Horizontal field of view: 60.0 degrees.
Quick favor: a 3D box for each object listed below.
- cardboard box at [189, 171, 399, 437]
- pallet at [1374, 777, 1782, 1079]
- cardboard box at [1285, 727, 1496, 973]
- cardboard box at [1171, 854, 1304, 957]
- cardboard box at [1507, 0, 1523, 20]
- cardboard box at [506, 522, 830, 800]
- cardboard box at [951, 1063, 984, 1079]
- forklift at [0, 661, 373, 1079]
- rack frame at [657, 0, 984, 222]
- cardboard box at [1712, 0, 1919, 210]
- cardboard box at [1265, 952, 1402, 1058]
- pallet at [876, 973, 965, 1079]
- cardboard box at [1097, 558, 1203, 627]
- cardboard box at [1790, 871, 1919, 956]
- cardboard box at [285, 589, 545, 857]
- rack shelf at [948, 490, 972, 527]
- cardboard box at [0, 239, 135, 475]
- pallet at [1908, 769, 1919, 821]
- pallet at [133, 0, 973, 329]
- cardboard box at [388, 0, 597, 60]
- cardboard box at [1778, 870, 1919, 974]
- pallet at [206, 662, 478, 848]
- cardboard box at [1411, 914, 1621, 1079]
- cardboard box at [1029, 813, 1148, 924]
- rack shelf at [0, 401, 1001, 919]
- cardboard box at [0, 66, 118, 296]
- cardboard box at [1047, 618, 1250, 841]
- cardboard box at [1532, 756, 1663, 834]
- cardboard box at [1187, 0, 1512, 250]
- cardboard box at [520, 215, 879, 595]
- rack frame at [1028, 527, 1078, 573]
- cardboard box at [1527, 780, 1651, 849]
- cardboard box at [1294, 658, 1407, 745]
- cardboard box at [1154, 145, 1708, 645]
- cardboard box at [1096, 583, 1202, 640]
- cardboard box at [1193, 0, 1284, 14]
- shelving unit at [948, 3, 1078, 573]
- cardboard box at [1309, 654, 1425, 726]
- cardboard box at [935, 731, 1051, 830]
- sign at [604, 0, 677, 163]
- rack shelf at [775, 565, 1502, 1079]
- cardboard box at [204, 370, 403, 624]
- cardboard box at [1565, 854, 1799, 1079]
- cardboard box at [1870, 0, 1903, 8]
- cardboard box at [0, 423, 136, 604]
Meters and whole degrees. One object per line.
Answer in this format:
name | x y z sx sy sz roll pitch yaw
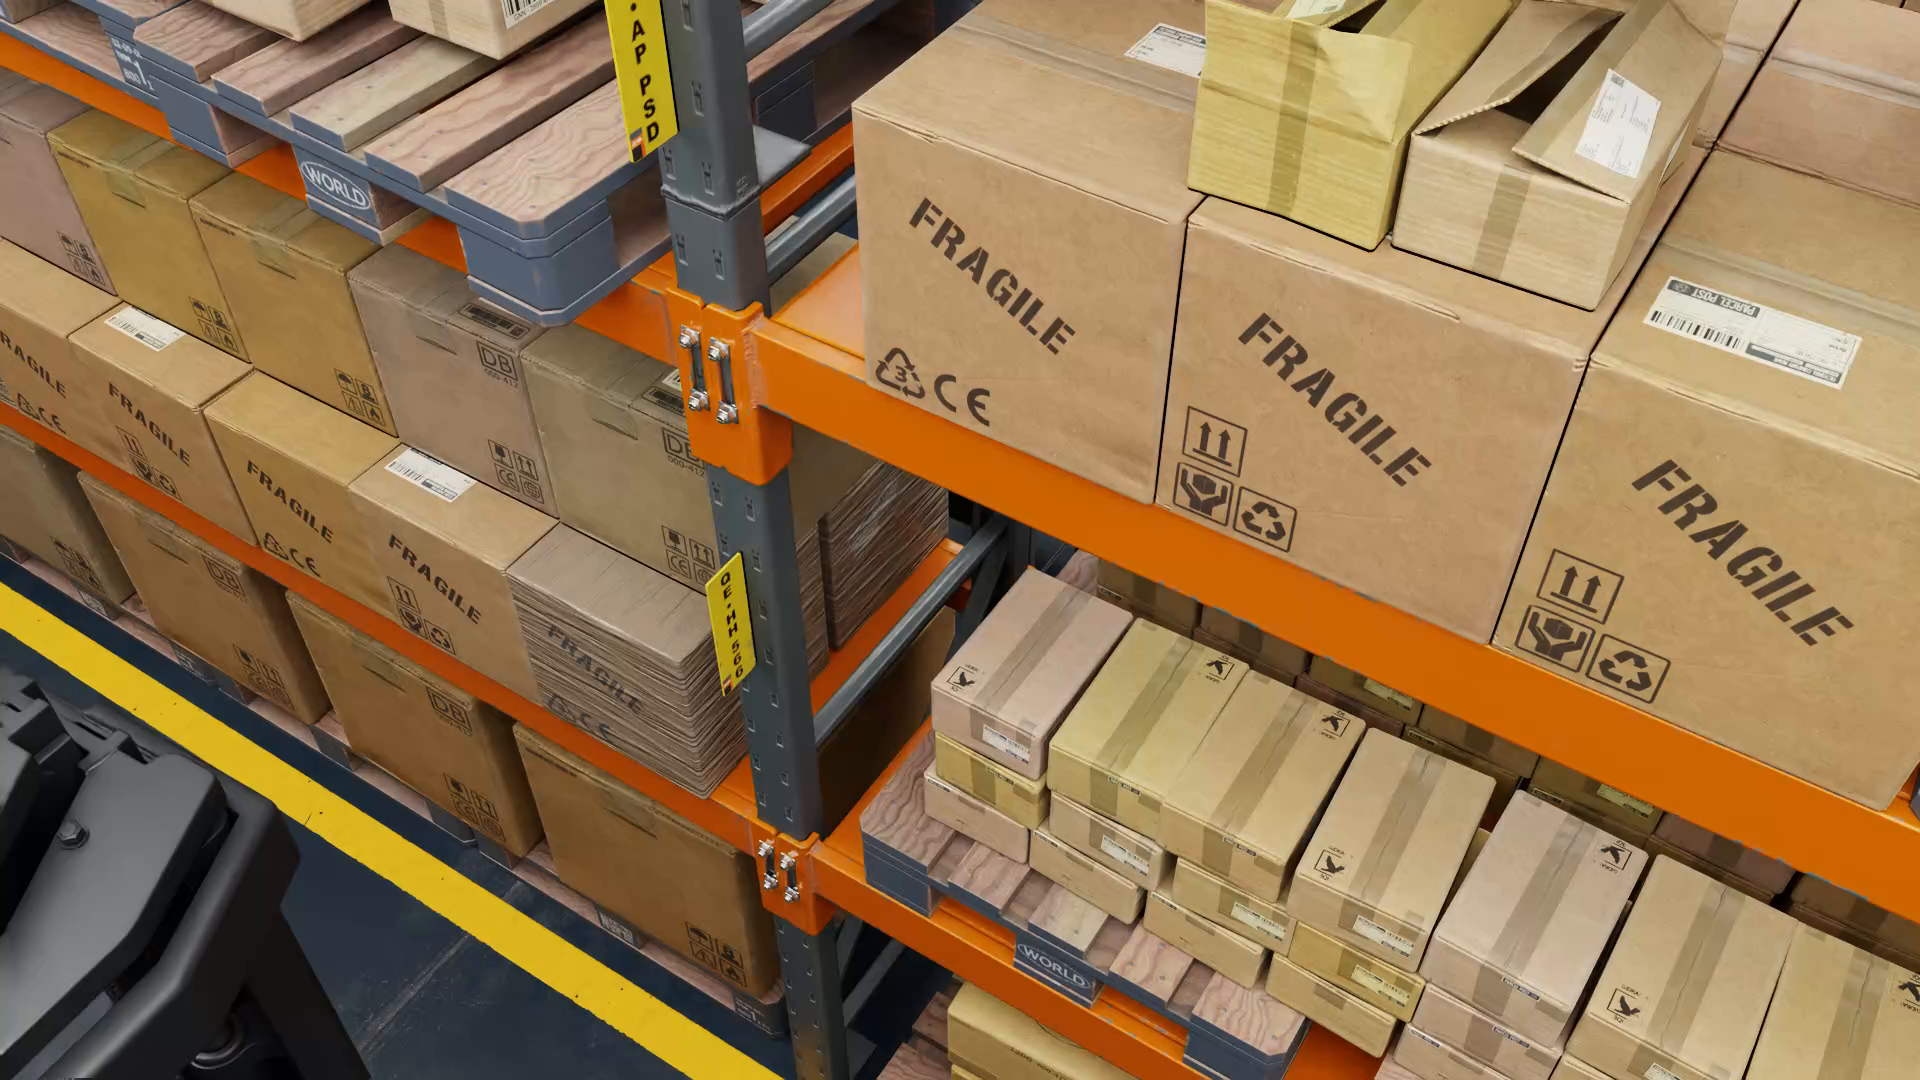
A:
cardboard box | -1.373 -0.722 4.093 0.500 0.500 0.700 24 50 22
pallet | 1.548 1.042 3.280 1.213 0.211 1.003 25 51 22
cardboard box | 0.798 0.566 3.076 0.250 0.149 0.380 23 50 21
cardboard box | 0.614 0.584 3.266 0.250 0.149 0.380 23 50 21
cardboard box | 0.780 -0.924 2.362 0.258 0.266 0.396 25 51 22
cardboard box | -0.665 0.186 3.908 0.500 0.500 0.500 25 51 22
cardboard box | 0.317 1.386 4.262 0.500 0.500 0.500 23 50 21
forklift | -1.707 1.265 2.978 3.031 2.935 1.130 23 50 21
rack frame | -0.141 -1.857 1.780 0.127 3.000 1.000 25 51 22
cardboard box | 1.324 -0.397 2.383 0.500 0.500 0.500 25 51 22
cardboard box | 0.808 0.781 3.282 0.250 0.149 0.380 27 52 24
pallet | 0.516 1.509 4.637 1.213 0.211 1.003 25 51 22
cardboard box | 0.521 -0.013 3.846 0.250 0.149 0.380 26 51 23
cardboard box | 1.825 0.585 3.265 0.250 0.149 0.380 24 50 21
cardboard box | -1.342 0.244 5.197 0.750 0.750 1.050 25 51 23
rack shelf | 0.139 -0.170 5.946 0.480 0.518 0.431 25 51 22
cardboard box | -2.366 -0.594 4.666 0.500 0.500 0.500 24 51 22
pallet | 1.889 0.099 2.102 1.003 0.211 1.213 25 51 22
pallet | -0.711 -0.963 3.135 1.003 0.211 1.213 27 52 24
cardboard box | -0.764 -1.011 2.850 0.250 0.166 0.380 25 51 22
cardboard box | 1.831 0.691 3.369 0.250 0.149 0.380 23 50 20
pallet | -1.786 0.381 5.732 1.213 0.211 1.003 25 51 22
cardboard box | 1.035 0.779 3.077 0.250 0.149 0.380 25 51 22
cardboard box | 0.353 0.574 3.483 0.250 0.149 0.380 27 52 24
rack shelf | -1.824 -0.290 4.942 4.000 0.370 1.077 25 51 22
cardboard box | -2.227 -1.116 4.476 0.500 0.500 0.700 25 51 22
cardboard box | 0.371 0.366 3.271 0.250 0.149 0.380 23 50 21
cardboard box | 1.388 0.385 3.459 0.250 0.149 0.380 24 51 22
cardboard box | 0.485 -0.591 2.038 0.258 0.266 0.396 25 51 22
cardboard box | -0.513 -0.330 3.712 0.500 0.500 0.700 24 51 22
rack frame | 0.345 -0.573 5.343 0.015 2.100 0.400 25 51 22
cardboard box | 1.383 0.487 3.568 0.250 0.149 0.380 23 50 20
cardboard box | 0.947 0.285 3.764 0.250 0.149 0.380 26 51 23
cardboard box | 0.621 -0.276 2.265 0.500 0.500 0.500 25 51 22
cardboard box | 0.523 0.088 3.955 0.250 0.149 0.380 26 51 23
cardboard box | 0.477 -0.779 2.754 0.500 0.500 0.500 25 51 22
shelving unit | 0.139 -0.668 5.435 0.503 2.100 0.431 25 51 22
cardboard box | 0.969 0.190 3.649 0.250 0.149 0.380 26 51 23
cardboard box | 0.158 0.379 3.465 0.250 0.149 0.380 27 52 24
sign | -0.447 -0.688 2.320 0.005 0.325 0.100 25 51 22
rack shelf | 1.543 1.258 3.437 4.000 0.370 1.077 25 51 22
cardboard box | -1.505 -0.201 4.284 0.500 0.500 0.500 24 50 21
cardboard box | 1.251 0.771 2.877 0.250 0.149 0.380 26 51 23
cardboard box | 3.320 -2.206 6.232 0.500 0.500 0.500 23 50 21
cardboard box | -2.937 -0.492 5.912 0.750 0.750 1.050 24 51 22
